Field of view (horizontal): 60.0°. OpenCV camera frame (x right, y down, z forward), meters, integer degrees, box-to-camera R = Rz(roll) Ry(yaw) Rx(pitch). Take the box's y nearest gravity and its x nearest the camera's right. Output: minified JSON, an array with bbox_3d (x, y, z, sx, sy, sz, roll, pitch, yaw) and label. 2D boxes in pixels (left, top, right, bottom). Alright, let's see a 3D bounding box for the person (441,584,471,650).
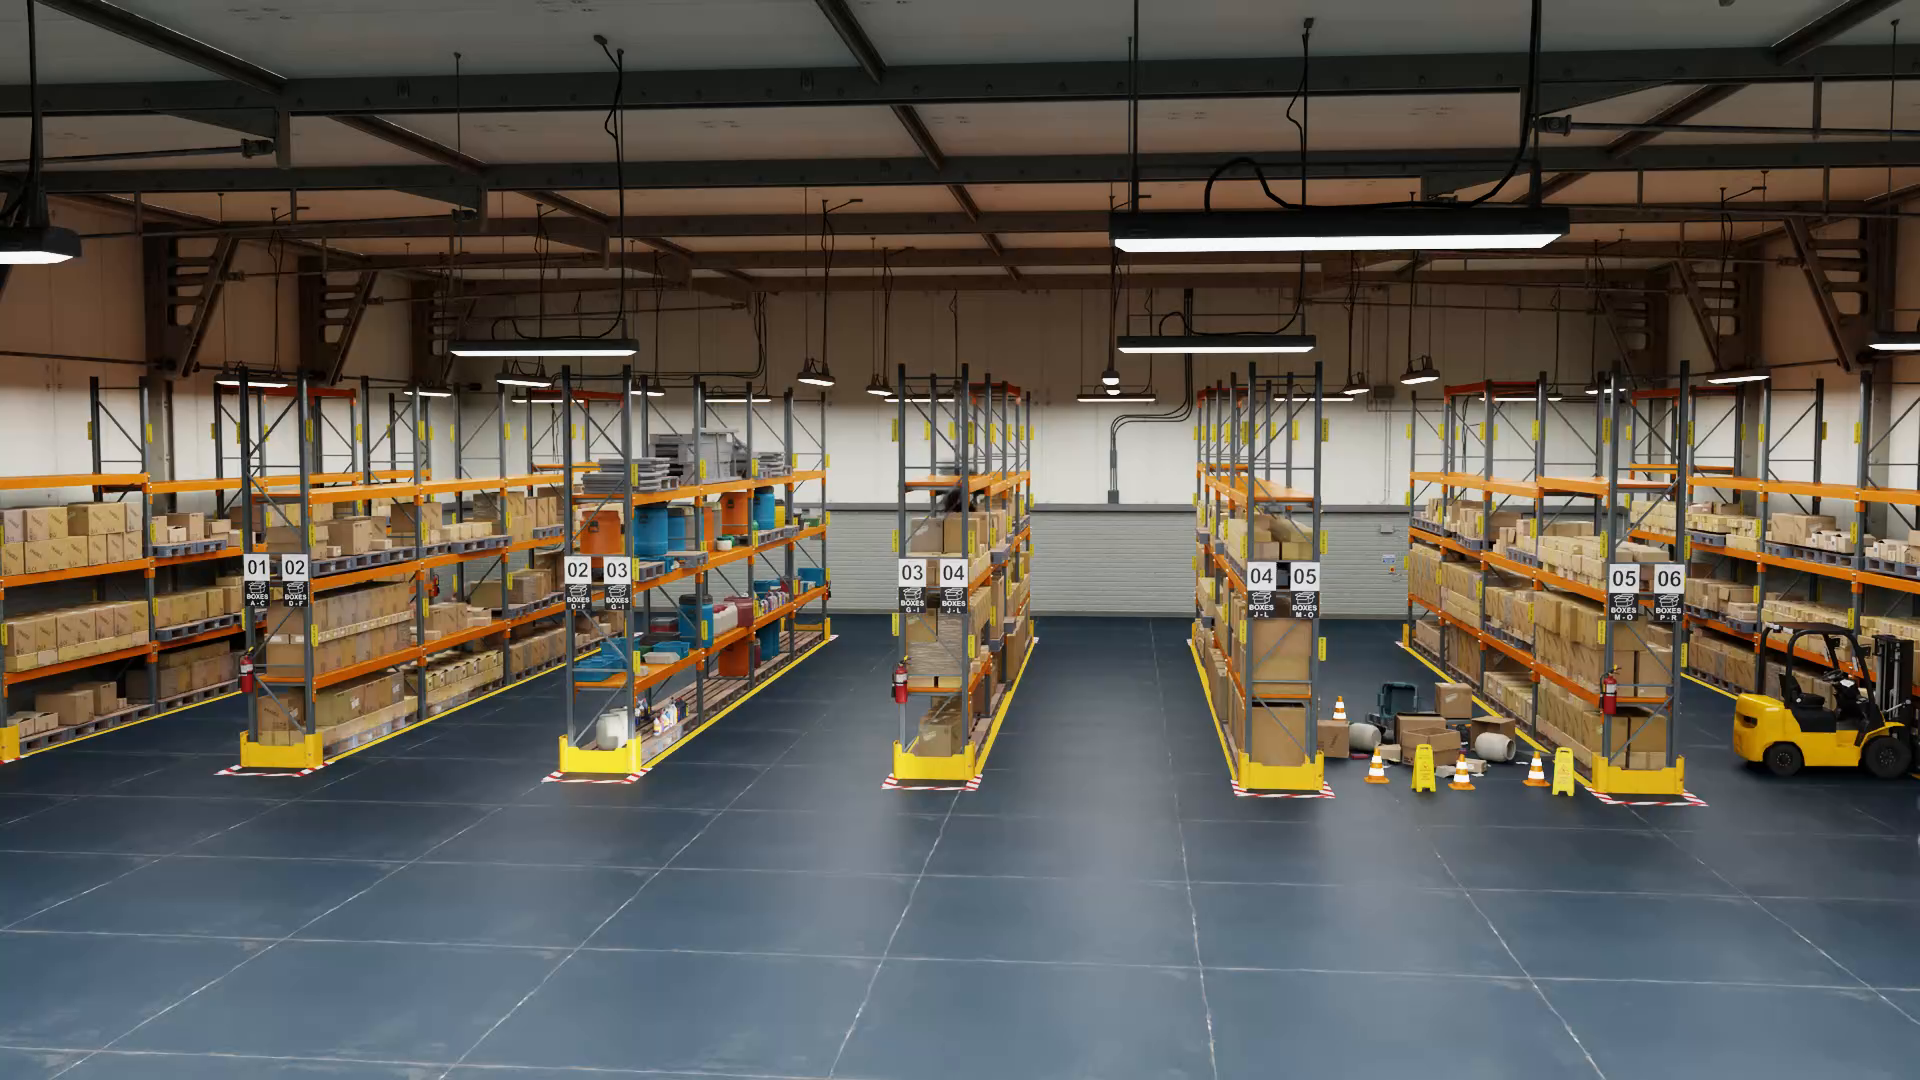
[{"bbox_3d":[-10.769,1.844,35.454,0.685,1.826,0.776,0,4,5],"label":"person"}]
